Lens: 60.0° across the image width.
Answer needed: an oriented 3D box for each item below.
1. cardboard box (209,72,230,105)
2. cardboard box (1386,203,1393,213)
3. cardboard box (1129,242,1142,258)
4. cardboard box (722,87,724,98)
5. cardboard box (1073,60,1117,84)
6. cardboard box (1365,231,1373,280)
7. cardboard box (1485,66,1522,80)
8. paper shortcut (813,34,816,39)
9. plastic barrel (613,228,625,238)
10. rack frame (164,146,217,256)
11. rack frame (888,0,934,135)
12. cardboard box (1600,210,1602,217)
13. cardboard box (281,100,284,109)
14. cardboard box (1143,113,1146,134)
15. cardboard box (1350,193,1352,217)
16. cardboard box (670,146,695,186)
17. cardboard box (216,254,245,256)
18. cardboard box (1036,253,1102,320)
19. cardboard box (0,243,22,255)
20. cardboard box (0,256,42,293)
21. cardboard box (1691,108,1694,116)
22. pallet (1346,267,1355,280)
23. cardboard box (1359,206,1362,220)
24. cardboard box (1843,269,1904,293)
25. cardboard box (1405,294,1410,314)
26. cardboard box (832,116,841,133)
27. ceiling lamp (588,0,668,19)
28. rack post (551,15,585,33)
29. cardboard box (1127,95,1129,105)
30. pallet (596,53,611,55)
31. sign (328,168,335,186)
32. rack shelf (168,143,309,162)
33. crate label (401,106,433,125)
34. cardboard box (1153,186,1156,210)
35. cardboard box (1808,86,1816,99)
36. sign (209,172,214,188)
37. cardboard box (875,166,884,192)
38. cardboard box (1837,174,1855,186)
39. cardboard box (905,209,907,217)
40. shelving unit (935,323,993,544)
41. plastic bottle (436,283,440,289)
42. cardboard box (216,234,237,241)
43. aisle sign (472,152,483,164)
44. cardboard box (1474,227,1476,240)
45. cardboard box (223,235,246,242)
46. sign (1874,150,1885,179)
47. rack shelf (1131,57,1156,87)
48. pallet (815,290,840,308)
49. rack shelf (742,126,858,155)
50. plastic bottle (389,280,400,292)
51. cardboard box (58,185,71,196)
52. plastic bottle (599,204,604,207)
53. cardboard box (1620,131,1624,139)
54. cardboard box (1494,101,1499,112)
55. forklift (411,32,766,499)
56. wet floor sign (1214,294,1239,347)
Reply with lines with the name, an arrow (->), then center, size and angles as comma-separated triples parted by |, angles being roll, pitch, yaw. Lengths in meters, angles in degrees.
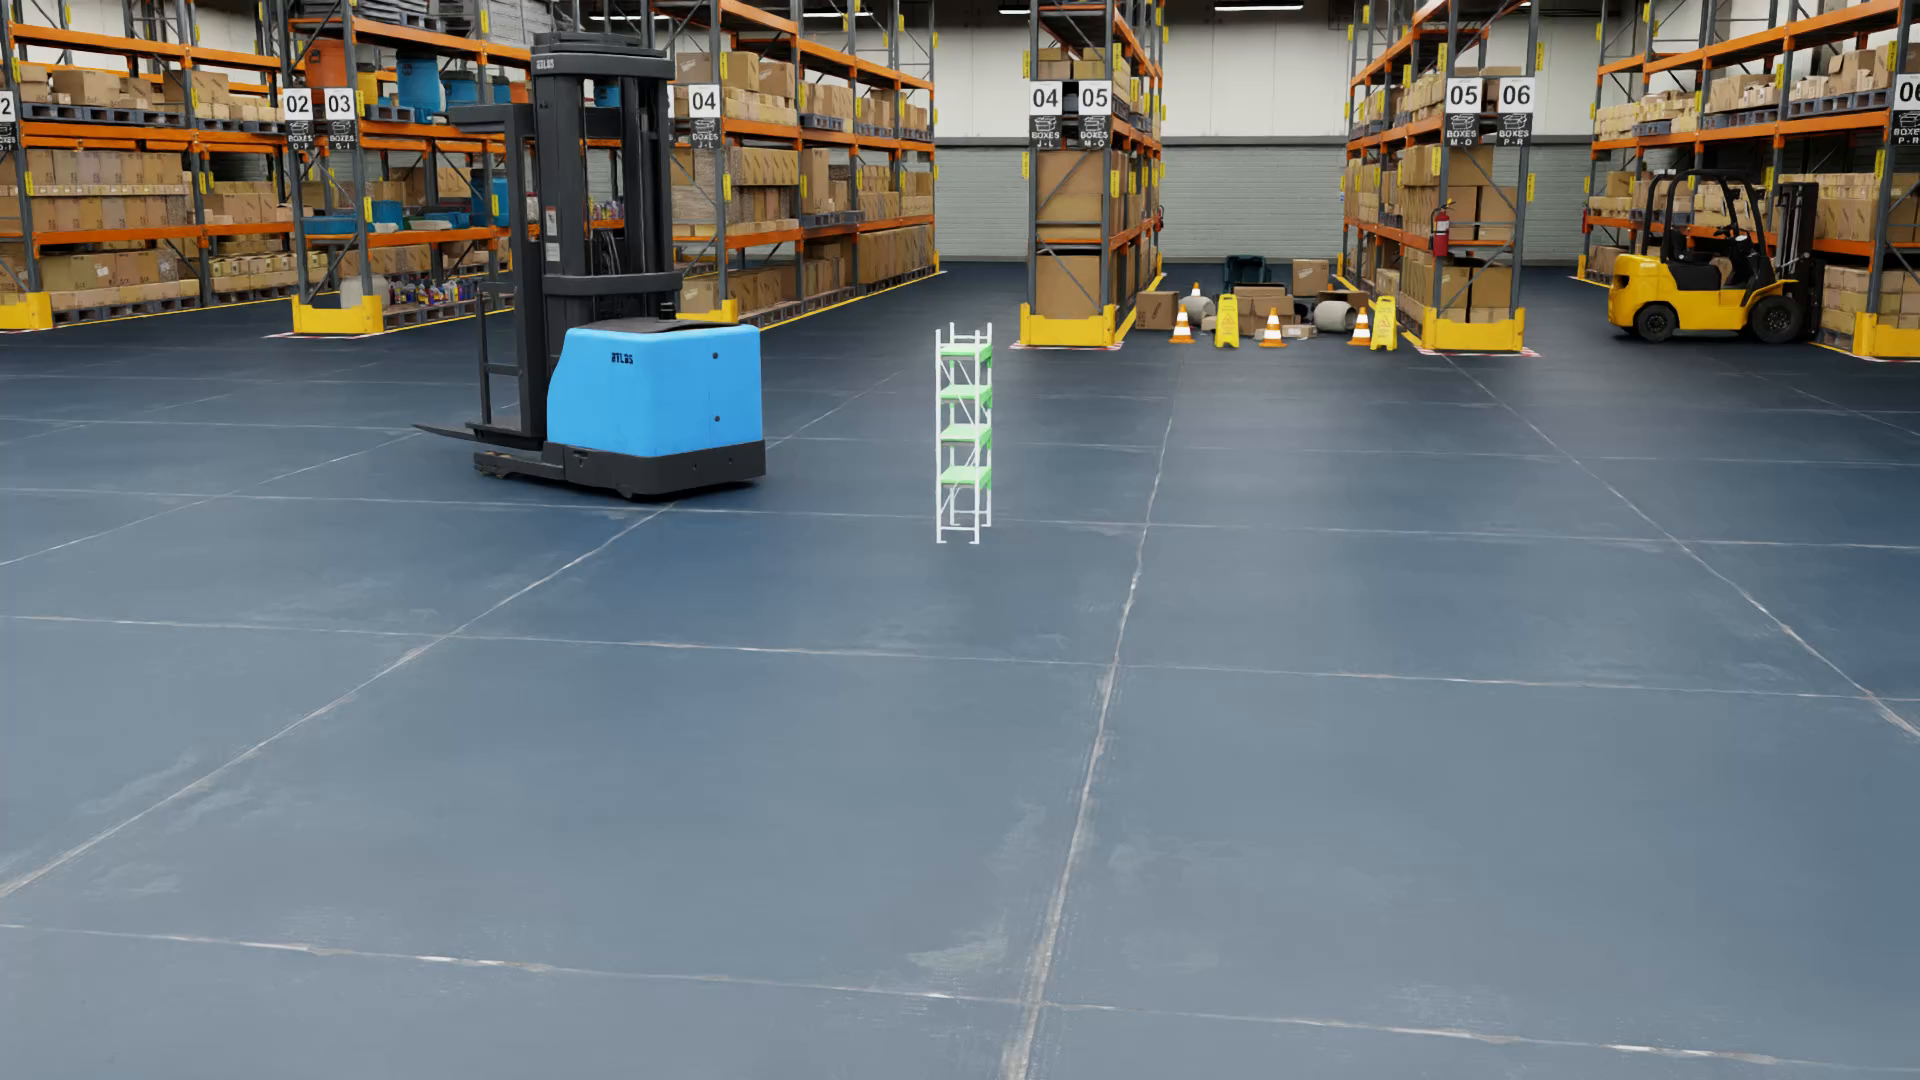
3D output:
cardboard box -> -12.503, -7.489, 27.584 | 0.500, 0.500, 0.500 | 3, 13, 14
cardboard box -> 7.033, -5.319, 26.653 | 0.380, 0.149, 0.250 | 2, 12, 9
cardboard box -> 2.932, -5.093, 29.161 | 0.500, 0.250, 0.500 | 1, 12, 6
cardboard box -> -3.258, -5.761, 21.396 | 0.380, 0.149, 0.250 | 2, 12, 8
cardboard box -> 1.684, -5.827, 20.705 | 0.500, 0.250, 0.500 | 2, 12, 9
cardboard box -> 8.092, -5.335, 31.177 | 0.875, 0.875, 0.875 | 2, 12, 10
cardboard box -> 6.519, -5.603, 19.956 | 0.380, 0.149, 0.250 | 2, 12, 8
paper shortcut -> -2.615, -9.082, 29.942 | 0.009, 0.170, 0.078 | 12, -17, 6
plastic barrel -> -6.787, -5.701, 32.813 | 0.600, 0.901, 0.708 | 2, 12, 9
rack frame -> -16.367, -7.103, 35.332 | 1.000, 3.000, 0.127 | 2, 12, 9
rack frame -> -1.068, -10.387, 36.330 | 1.000, 3.000, 0.127 | 2, 12, 9
cardboard box -> 13.208, -6.630, 33.733 | 0.380, 0.149, 0.250 | 2, 12, 10
cardboard box -> -15.594, -9.788, 38.014 | 0.500, 0.500, 0.500 | 2, 12, 8
cardboard box -> 2.938, -7.233, 28.576 | 0.500, 0.500, 0.500 | 2, 12, 9
cardboard box -> 8.159, -6.775, 33.573 | 0.500, 0.500, 0.500 | 2, 12, 11
cardboard box -> -3.689, -4.929, 21.928 | 0.500, 0.500, 0.500 | 2, 12, 9
cardboard box -> -12.689, -4.824, 28.955 | 0.500, 0.311, 0.500 | 2, 12, 8
cardboard box -> 1.395, -3.252, 21.508 | 0.875, 0.875, 0.875 | 2, 12, 9
cardboard box -> -17.265, -5.255, 29.865 | 0.500, 0.250, 0.500 | 2, 12, 8
cardboard box -> -13.528, -3.794, 23.729 | 0.500, 0.500, 0.500 | 2, 12, 9
cardboard box -> 12.340, -7.084, 27.536 | 0.380, 0.149, 0.250 | 2, 12, 10
pallet -> 8.678, -5.601, 34.982 | 1.003, 0.211, 1.213 | 2, 12, 9
cardboard box -> 7.780, -6.144, 31.239 | 0.500, 0.250, 0.500 | 2, 12, 7
cardboard box -> 10.931, -3.098, 19.906 | 0.500, 0.250, 0.500 | 2, 12, 11
cardboard box -> 6.450, -3.271, 23.080 | 0.500, 0.250, 0.500 | 3, 12, 12
cardboard box -> -2.272, -6.867, 27.472 | 0.500, 0.250, 0.500 | 2, 12, 10
ceiling lamp -> -7.972, -14.039, 39.421 | 2.000, 3.185, 0.800 | 2, 12, 9
rack post -> -7.170, -9.299, 30.060 | 0.624, 0.289, 0.986 | 2, 12, 9
cardboard box -> 2.193, -6.234, 23.540 | 0.380, 0.149, 0.250 | 2, 12, 10
pallet -> -7.051, -8.743, 30.101 | 1.213, 0.211, 1.003 | 2, 12, 9
sign -> -11.538, -6.659, 30.525 | 0.100, 0.325, 0.005 | 2, 12, 9
rack shelf -> -16.059, -8.634, 37.024 | 1.077, 0.370, 4.000 | 2, 12, 9
crate label -> -7.809, -6.057, 23.710 | 0.502, 0.251, 0.408 | 2, 12, 9
cardboard box -> 3.709, -6.936, 33.614 | 0.500, 0.500, 0.500 | 2, 12, 7
cardboard box -> 11.296, -5.829, 21.664 | 0.380, 0.149, 0.250 | 2, 12, 10
sign -> -15.829, -7.615, 35.147 | 0.100, 0.325, 0.005 | 2, 12, 9
cardboard box -> -1.891, -6.885, 31.703 | 0.797, 0.503, 0.637 | 2, 12, 9
cardboard box -> 11.078, -4.450, 20.539 | 0.380, 0.149, 0.250 | 2, 12, 10
cardboard box -> -1.269, -6.604, 33.614 | 0.380, 0.149, 0.250 | 1, 12, 7
shelving unit -> 0.025, -0.621, 9.527 | 0.258, 1.200, 0.503 | 2, 12, 9
plastic bottle -> -7.836, -3.723, 25.052 | 0.061, 0.283, 0.133 | 2, 12, 9
cardboard box -> -16.250, -6.697, 36.844 | 0.380, 0.149, 0.250 | 1, 12, 7
aisle sign -> -11.136, -9.070, 38.291 | 0.394, 0.787, 0.004 | 2, 12, 9
cardboard box -> 6.545, -3.797, 20.587 | 0.380, 0.149, 0.250 | 2, 12, 9
cardboard box -> -15.917, -6.621, 36.494 | 0.380, 0.149, 0.250 | 2, 12, 11
sign -> 10.634, -4.345, 19.223 | 0.100, 0.325, 0.005 | 2, 12, 9
rack shelf -> 2.894, -8.409, 29.809 | 1.077, 0.370, 4.000 | 2, 12, 9
pallet -> -2.610, -4.010, 27.599 | 1.003, 0.211, 1.213 | 2, 12, 9
rack shelf -> -2.606, -6.487, 27.063 | 1.077, 0.370, 4.000 | 2, 12, 9
plastic bottle -> -8.465, -3.716, 24.858 | 0.144, 0.351, 0.185 | 2, 12, 11
cardboard box -> -12.966, -4.993, 23.764 | 0.380, 0.149, 0.250 | 2, 12, 9
plastic bottle -> -7.017, -6.440, 32.549 | 0.152, 0.276, 0.135 | 2, 12, 9
cardboard box -> 13.013, -7.833, 32.197 | 0.380, 0.149, 0.250 | 2, 12, 9
cardboard box -> 6.635, -5.204, 19.999 | 0.380, 0.149, 0.250 | 2, 12, 9
forklift -> -2.756, -1.931, 11.495 | 3.031, 2.935, 1.130 | 10, 16, 40
wet floor sign -> 3.308, -2.721, 20.586 | 0.267, 0.644, 0.232 | 0, 12, -1
